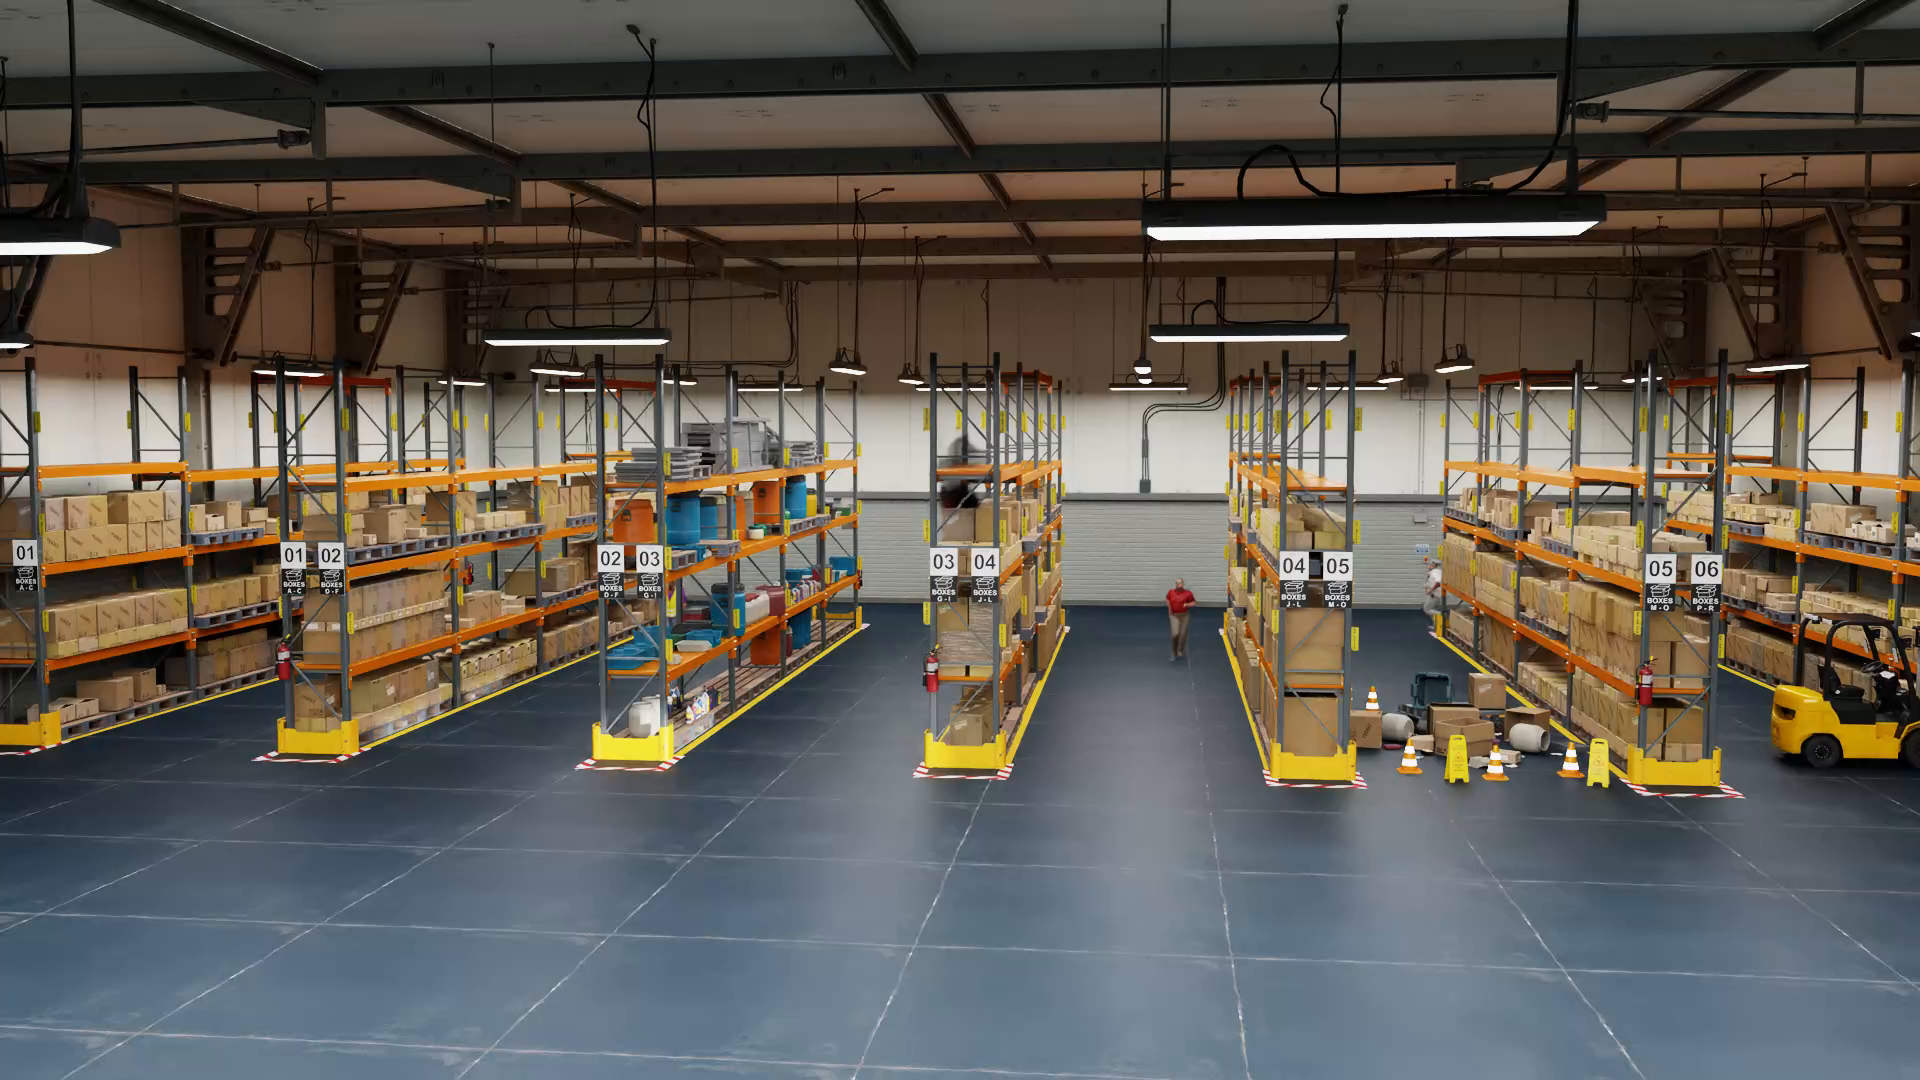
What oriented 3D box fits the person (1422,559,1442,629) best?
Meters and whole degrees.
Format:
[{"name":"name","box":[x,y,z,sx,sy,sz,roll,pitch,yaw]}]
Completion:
[{"name":"person","box":[11.443,1.305,40.177,0.644,1.729,0.687,2,5,29]}]

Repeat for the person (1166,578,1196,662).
[{"name":"person","box":[4.636,1.697,34.970,0.624,1.804,0.774,1,4,8]}]

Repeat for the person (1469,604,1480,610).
[{"name":"person","box":[12.474,1.336,40.012,0.501,1.670,0.775,3,5,40]}]

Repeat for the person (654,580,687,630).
[{"name":"person","box":[-6.172,1.637,35.438,0.699,1.719,0.625,0,4,-3]}]
